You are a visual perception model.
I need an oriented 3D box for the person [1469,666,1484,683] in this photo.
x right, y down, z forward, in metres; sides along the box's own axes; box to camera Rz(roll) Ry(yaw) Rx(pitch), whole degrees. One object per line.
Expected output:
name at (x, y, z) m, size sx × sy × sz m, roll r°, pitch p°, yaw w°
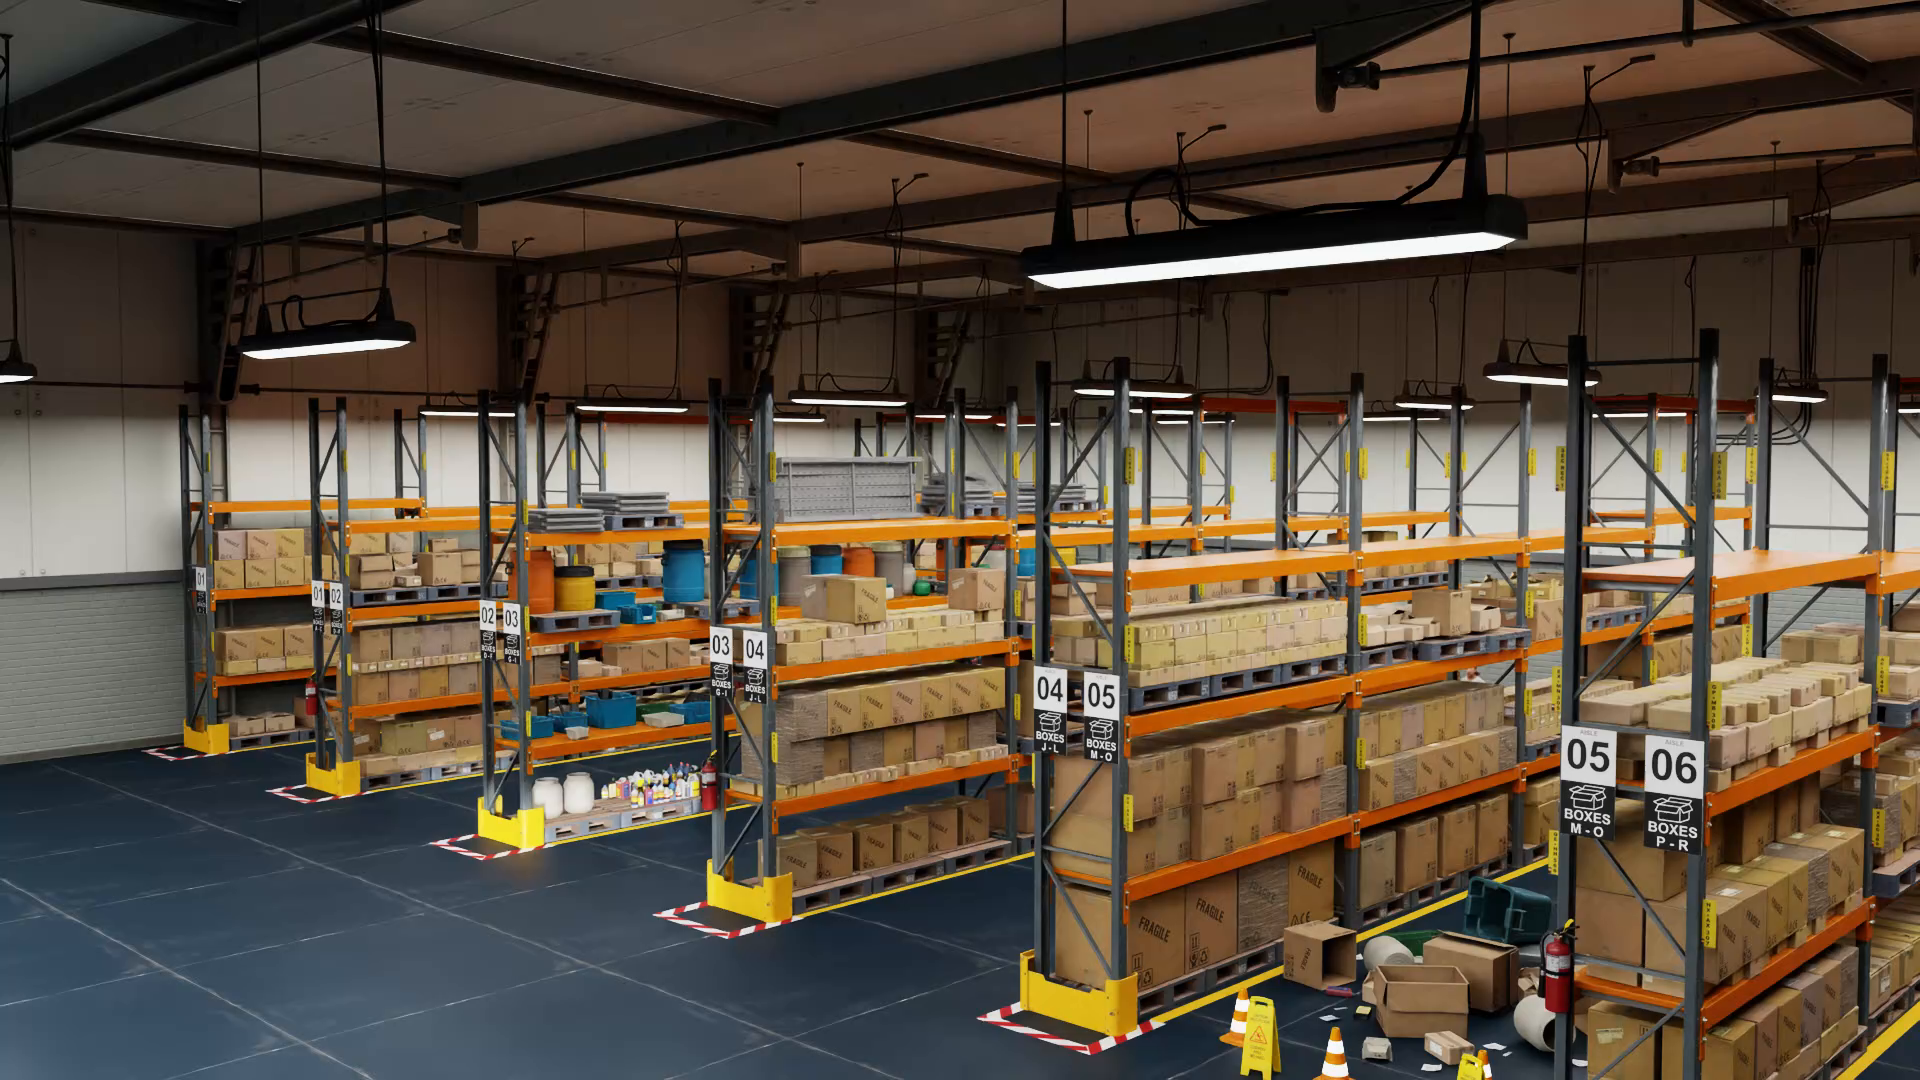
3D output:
person at (8.668, 2.856, 27.965) m, size 0.701 × 1.650 × 0.566 m, roll 0°, pitch 3°, yaw 0°

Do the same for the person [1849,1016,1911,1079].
person at (5.515, 3.752, 10.054) m, size 1.050 × 1.744 × 0.472 m, roll 1°, pitch 3°, yaw 23°
